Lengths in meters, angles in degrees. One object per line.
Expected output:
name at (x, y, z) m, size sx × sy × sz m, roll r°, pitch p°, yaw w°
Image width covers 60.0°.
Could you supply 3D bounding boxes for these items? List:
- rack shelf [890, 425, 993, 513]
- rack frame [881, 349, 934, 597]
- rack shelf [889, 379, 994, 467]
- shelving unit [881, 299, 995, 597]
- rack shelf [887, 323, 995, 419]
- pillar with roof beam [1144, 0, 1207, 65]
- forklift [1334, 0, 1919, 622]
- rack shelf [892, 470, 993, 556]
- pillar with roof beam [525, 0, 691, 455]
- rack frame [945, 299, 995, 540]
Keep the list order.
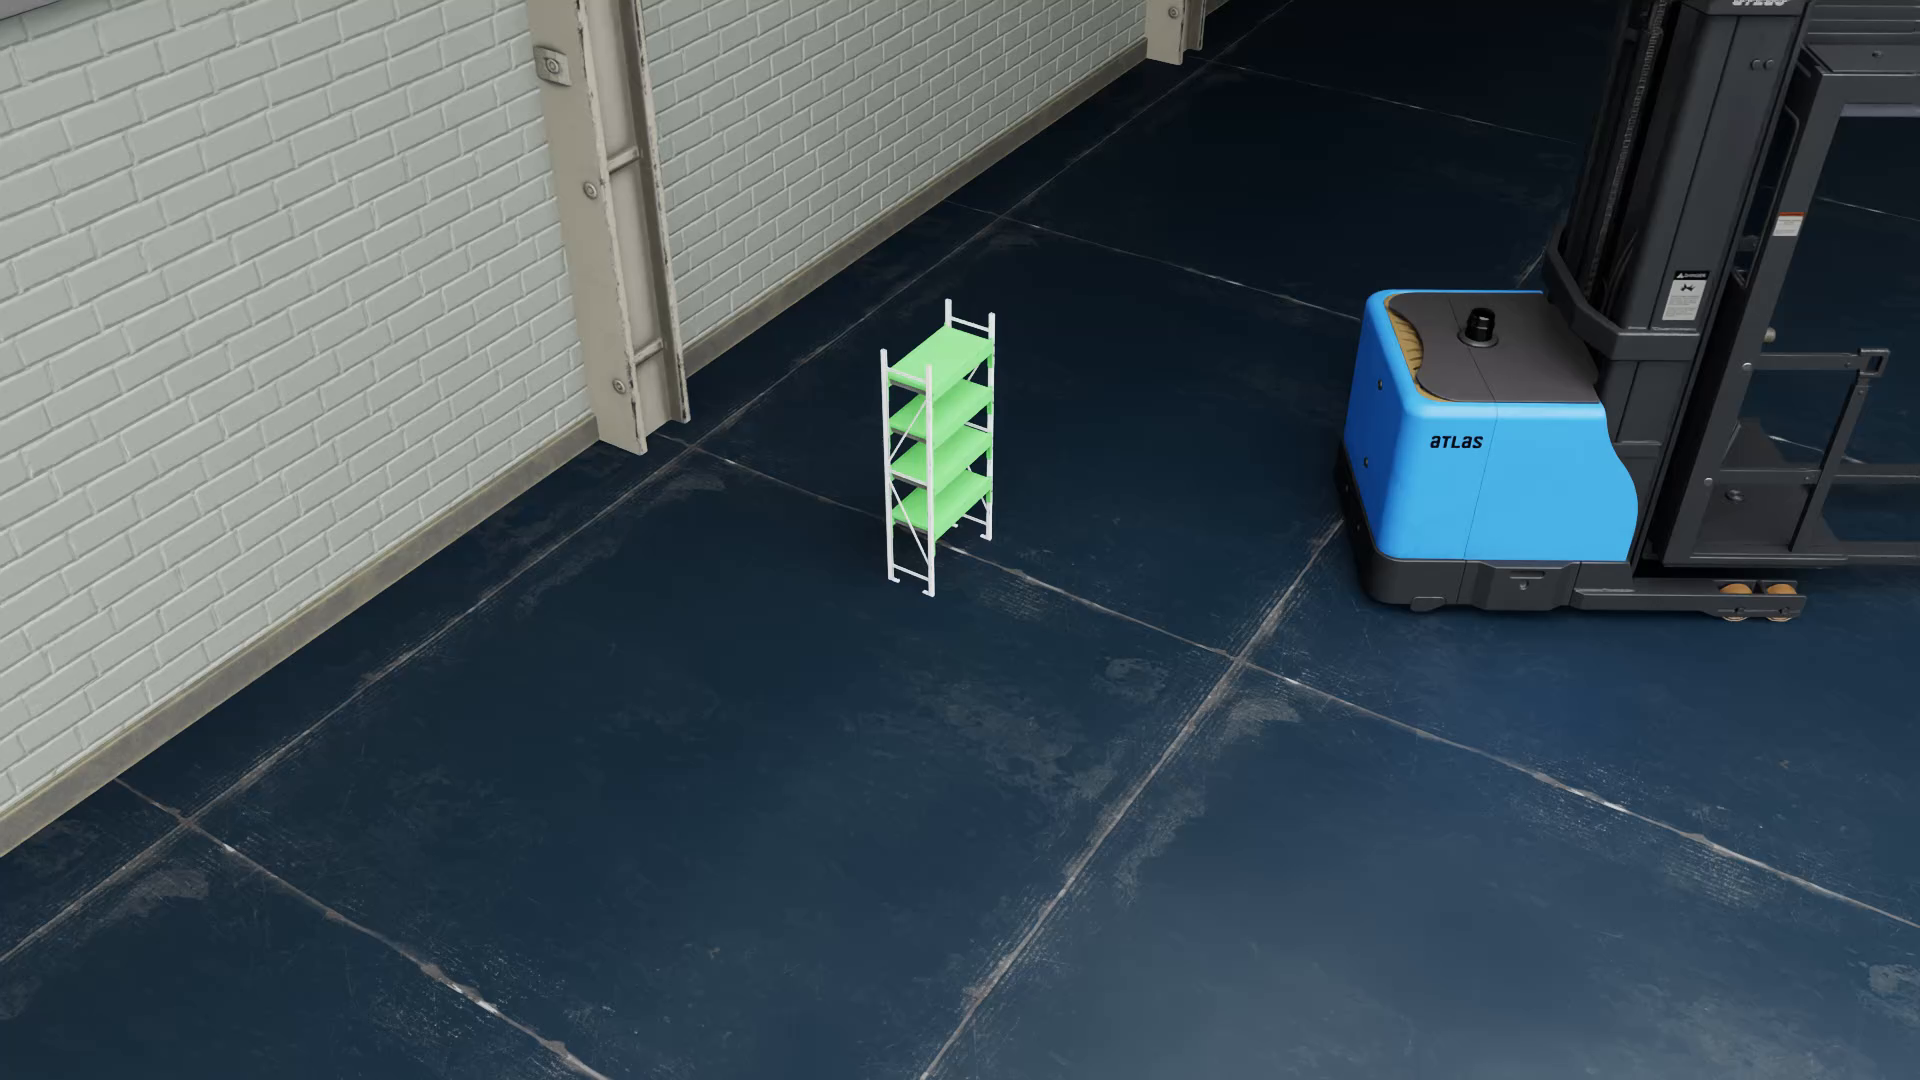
rack shelf at (-0.089, -0.339, 7.312) m, size 0.258 × 0.148 × 0.480 m, roll 21°, pitch 42°, yaw 25°
rack frame at (-0.219, -0.264, 7.110) m, size 0.240 × 1.200 × 0.015 m, roll 21°, pitch 42°, yaw 25°
rack shelf at (-0.089, -0.529, 7.165) m, size 0.258 × 0.148 × 0.480 m, roll 21°, pitch 42°, yaw 25°
shelving unit at (-0.089, -0.390, 7.273) m, size 0.258 × 1.200 × 0.503 m, roll 21°, pitch 42°, yaw 25°
rack shelf at (-0.089, -0.719, 7.019) m, size 0.258 × 0.148 × 0.480 m, roll 21°, pitch 42°, yaw 25°
pillar with roof beam at (5.233, -5.822, 7.932) m, size 9.100 × 9.000 × 0.400 m, roll 21°, pitch 42°, yaw 25°
forklift at (3.311, -1.132, 6.818) m, size 3.031 × 2.935 × 1.130 m, roll 0°, pitch 38°, yaw 1°
rack shelf at (-0.089, -0.149, 7.459) m, size 0.258 × 0.148 × 0.480 m, roll 21°, pitch 42°, yaw 25°
pillar with roof beam at (2.018, -2.729, 3.919) m, size 9.100 × 9.000 × 0.400 m, roll 21°, pitch 42°, yaw 25°
rack frame at (0.042, -0.516, 7.436) m, size 0.240 × 1.200 × 0.015 m, roll 21°, pitch 42°, yaw 25°
